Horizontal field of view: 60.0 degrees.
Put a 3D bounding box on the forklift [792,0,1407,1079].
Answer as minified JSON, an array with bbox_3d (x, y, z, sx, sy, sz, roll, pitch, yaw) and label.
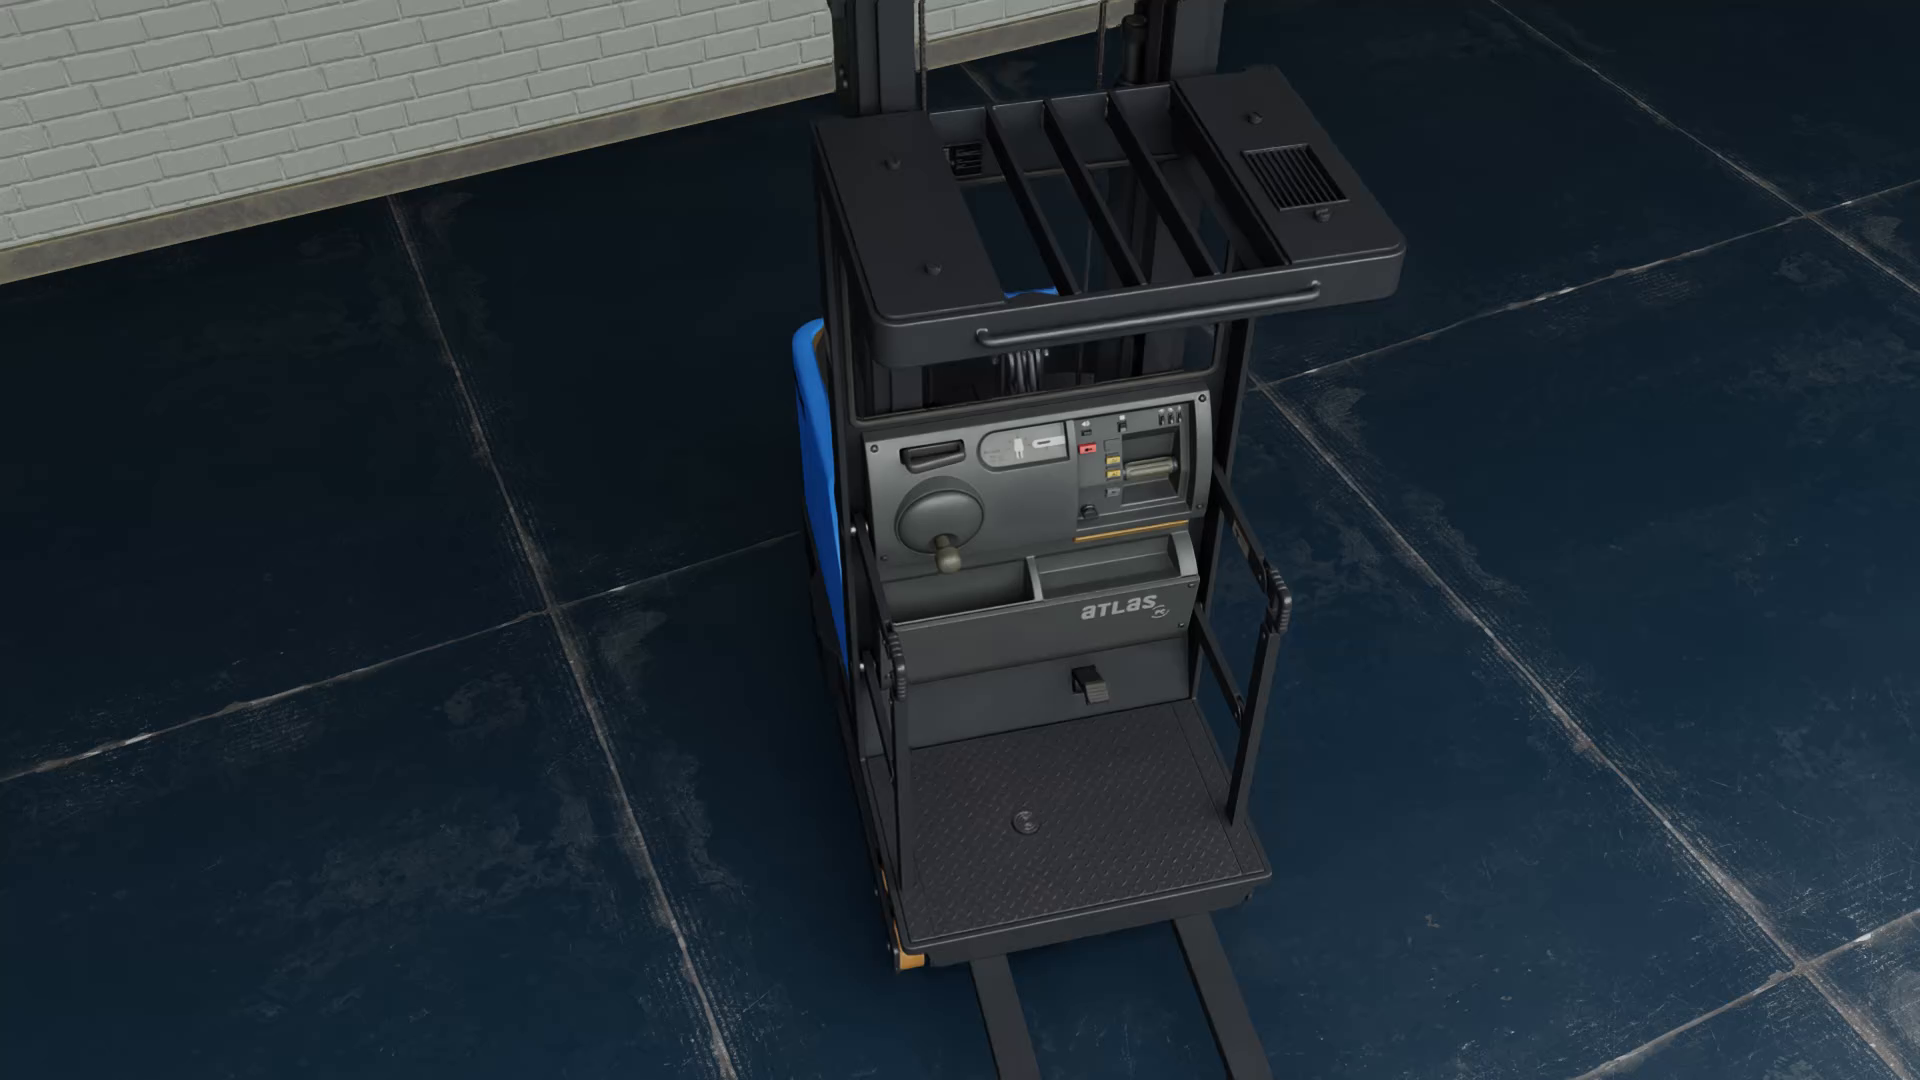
[{"bbox_3d":[0.266,-0.068,4.232,1.130,2.935,3.031,-9,45,-9],"label":"forklift"}]
